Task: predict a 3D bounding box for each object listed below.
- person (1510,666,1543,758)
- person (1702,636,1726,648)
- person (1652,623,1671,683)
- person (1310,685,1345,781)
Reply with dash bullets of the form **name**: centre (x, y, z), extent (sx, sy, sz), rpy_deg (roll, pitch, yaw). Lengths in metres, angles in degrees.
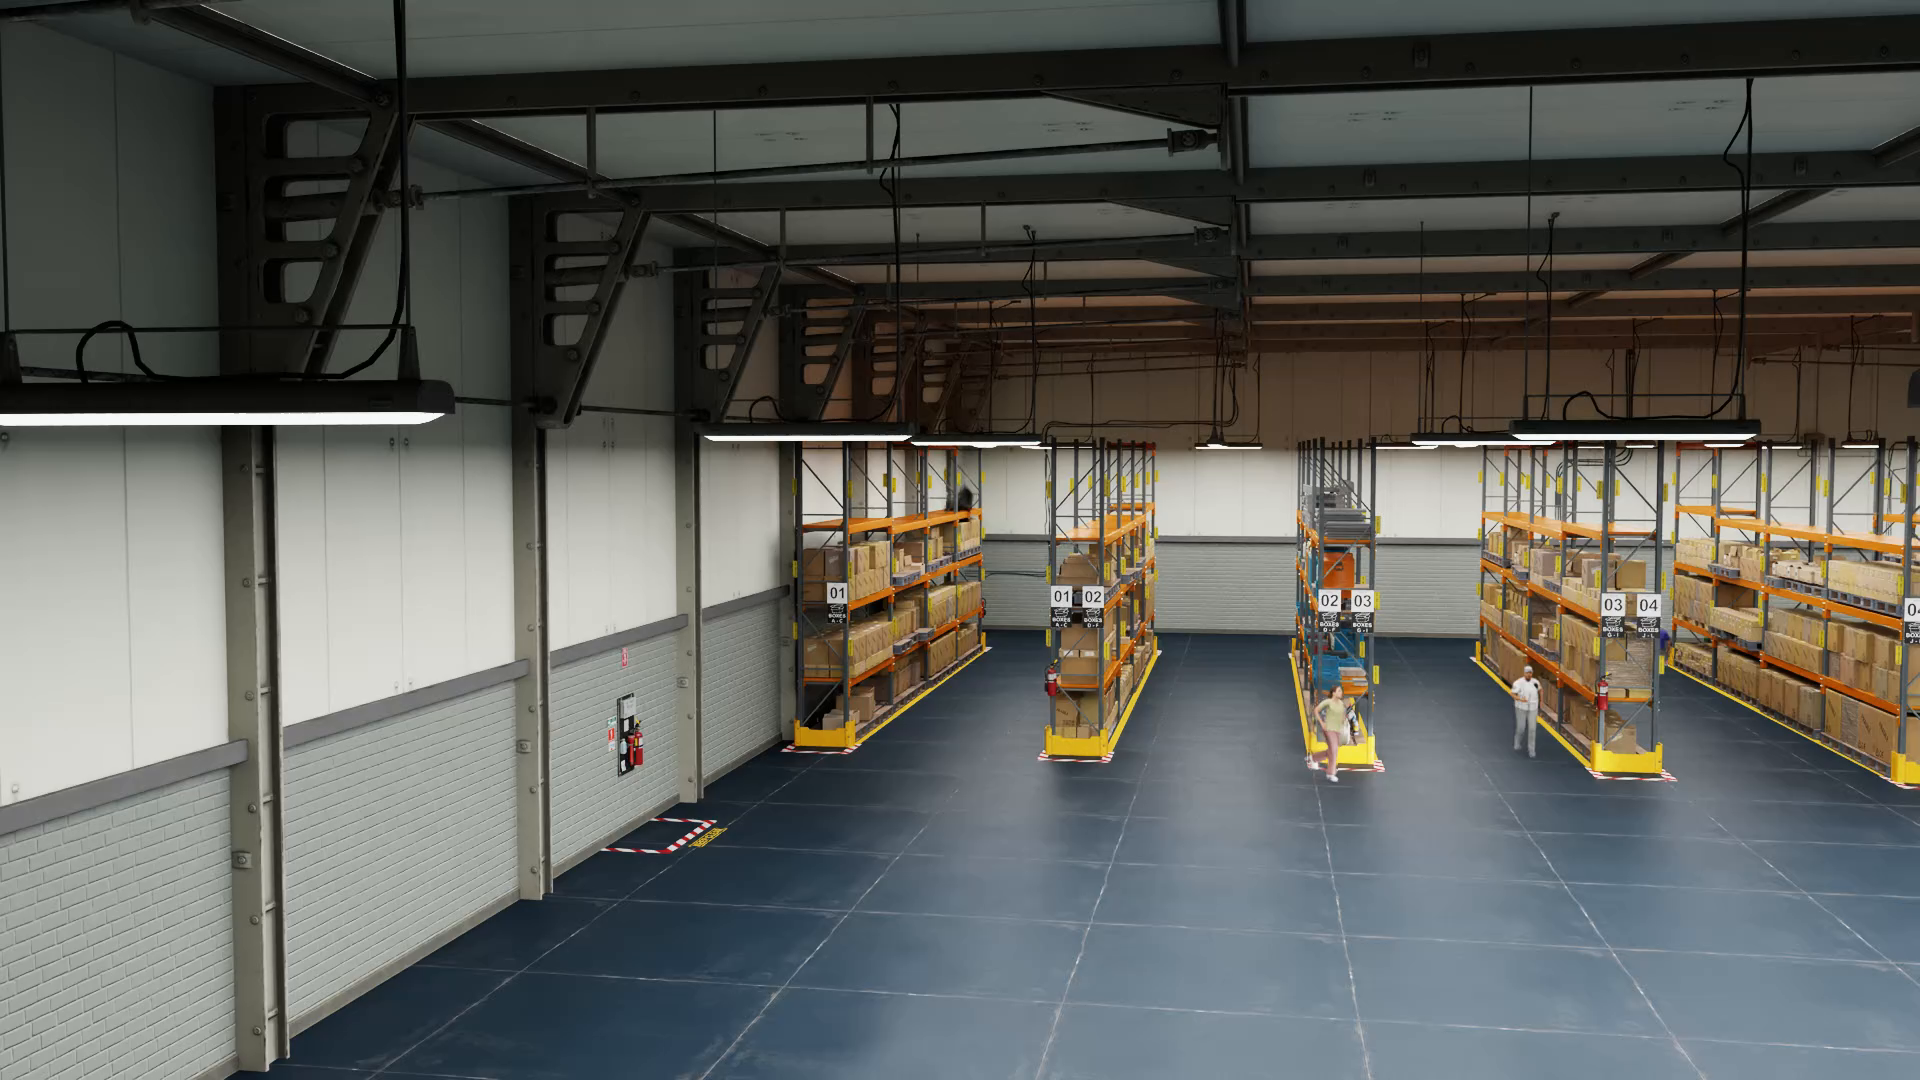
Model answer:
- **person**: centre (10.748, 3.225, 31.537), extent (0.624, 1.695, 0.828), rpy_deg (0, 3, 7)
- **person**: centre (20.556, 2.439, 45.562), extent (0.728, 1.730, 0.908), rpy_deg (-2, 3, -27)
- **person**: centre (17.066, 2.780, 40.657), extent (0.581, 1.601, 0.479), rpy_deg (1, 3, 18)
- **person**: centre (6.534, 3.370, 29.316), extent (0.608, 1.658, 0.808), rpy_deg (-2, 4, -31)
